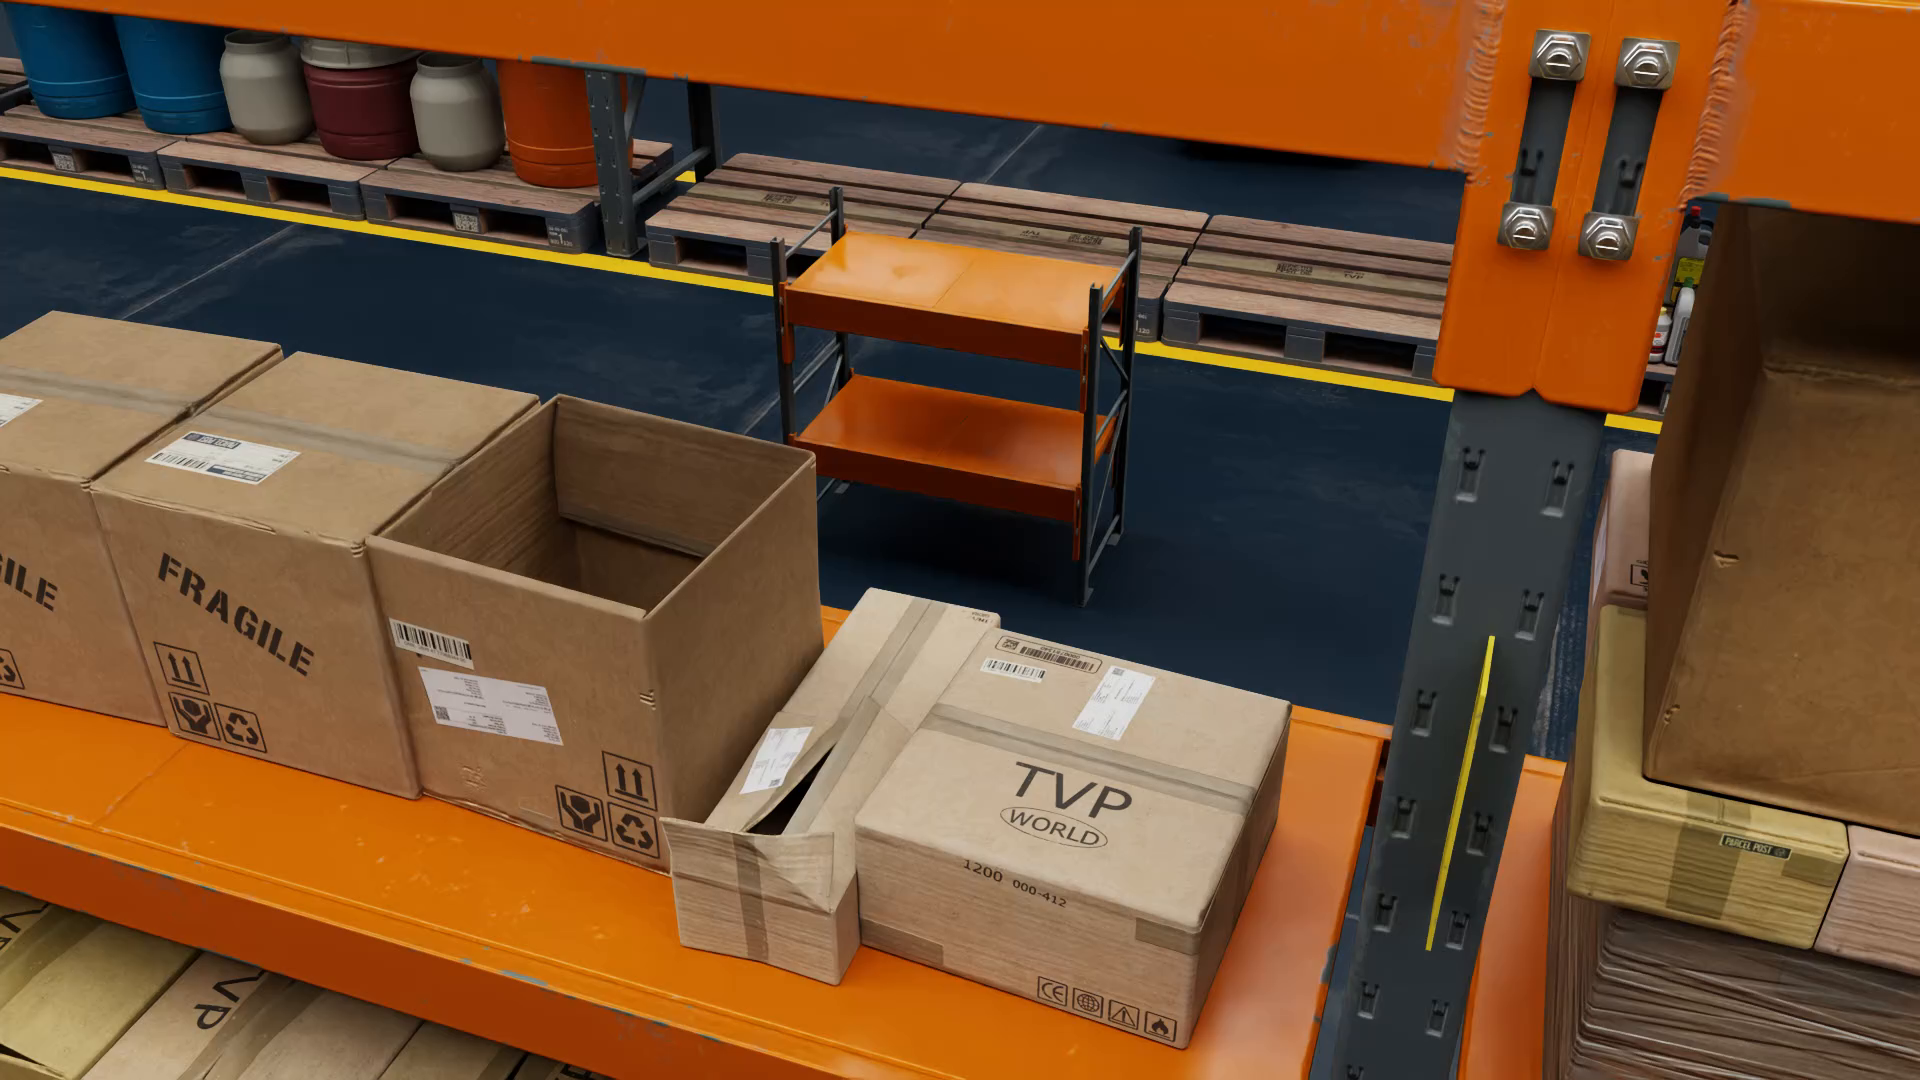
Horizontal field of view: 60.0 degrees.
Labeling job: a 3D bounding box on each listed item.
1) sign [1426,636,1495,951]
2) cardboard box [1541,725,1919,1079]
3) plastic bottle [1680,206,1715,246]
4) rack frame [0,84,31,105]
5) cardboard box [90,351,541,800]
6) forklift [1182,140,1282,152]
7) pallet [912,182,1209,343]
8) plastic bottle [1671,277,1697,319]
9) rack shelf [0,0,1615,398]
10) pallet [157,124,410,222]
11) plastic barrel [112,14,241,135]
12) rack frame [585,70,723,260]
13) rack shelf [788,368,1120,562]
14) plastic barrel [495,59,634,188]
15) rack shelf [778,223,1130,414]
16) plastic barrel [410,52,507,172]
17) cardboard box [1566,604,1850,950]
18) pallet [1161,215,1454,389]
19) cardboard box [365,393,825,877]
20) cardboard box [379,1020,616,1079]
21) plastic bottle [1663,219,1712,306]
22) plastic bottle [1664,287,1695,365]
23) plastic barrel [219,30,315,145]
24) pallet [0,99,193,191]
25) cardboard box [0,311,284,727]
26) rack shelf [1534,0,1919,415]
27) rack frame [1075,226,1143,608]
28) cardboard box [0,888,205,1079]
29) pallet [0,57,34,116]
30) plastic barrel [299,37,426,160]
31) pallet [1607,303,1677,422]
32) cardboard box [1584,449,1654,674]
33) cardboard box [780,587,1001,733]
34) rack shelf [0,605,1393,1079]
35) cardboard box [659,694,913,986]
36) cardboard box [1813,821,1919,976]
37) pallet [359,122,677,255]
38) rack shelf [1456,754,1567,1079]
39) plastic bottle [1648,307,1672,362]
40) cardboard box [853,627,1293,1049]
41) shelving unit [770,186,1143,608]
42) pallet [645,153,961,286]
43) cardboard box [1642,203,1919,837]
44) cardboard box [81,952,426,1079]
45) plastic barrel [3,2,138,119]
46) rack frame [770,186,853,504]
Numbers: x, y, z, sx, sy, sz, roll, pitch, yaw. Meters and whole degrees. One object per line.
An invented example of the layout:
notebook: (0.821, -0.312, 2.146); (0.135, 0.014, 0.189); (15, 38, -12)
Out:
sign: (0.482, 0.248, 1.606); (0.005, 0.325, 0.100); (11, 34, 16)
cardboard box: (1.076, 0.459, 2.182); (0.500, 0.500, 0.700); (10, 34, 15)
plastic bottle: (3.034, -1.207, 6.891); (0.185, 0.351, 0.144); (10, 34, 15)
rack frame: (-5.200, -3.570, 8.514); (0.127, 3.000, 1.000); (11, 34, 16)
cardboard box: (-1.029, 0.044, 2.825); (0.500, 0.500, 0.500); (11, 34, 17)
forklift: (1.895, -4.040, 9.305); (1.130, 2.935, 3.031); (4, 33, 6)
pallet: (0.426, -1.281, 7.539); (1.213, 0.211, 1.003); (11, 34, 16)
plastic bottle: (2.832, -0.877, 6.441); (0.133, 0.283, 0.061); (11, 34, 16)
rack shelf: (-1.227, -0.901, 2.279); (4.000, 0.370, 1.077); (11, 34, 16)
pallet: (-3.336, -2.014, 8.674); (1.213, 0.211, 1.003); (11, 34, 16)
plastic barrel: (-4.027, -2.627, 8.601); (0.708, 0.901, 0.600); (11, 34, 16)
rack frame: (-1.435, -2.838, 7.380); (0.127, 3.000, 1.000); (11, 34, 16)
rack shelf: (-0.006, -0.268, 5.579); (1.000, 0.278, 0.538); (11, 34, 16)
plastic barrel: (-1.901, -2.184, 7.980); (0.708, 0.830, 0.600); (11, 34, 16)
rack shelf: (-0.006, -0.720, 5.288); (1.000, 0.278, 0.538); (11, 34, 16)
plastic barrel: (-2.463, -2.108, 8.156); (0.421, 0.512, 0.421); (0, 33, 0)
cardboard box: (0.844, 0.256, 1.898); (0.250, 0.149, 0.380); (11, 34, 16)
pallet: (1.578, -1.058, 7.195); (1.213, 0.211, 1.003); (11, 34, 16)
cardboard box: (-0.557, 0.135, 2.683); (0.500, 0.500, 0.500); (14, 35, 20)
cardboard box: (-0.783, 1.053, 2.984); (0.500, 0.311, 0.500); (11, 34, 16)
plastic bottle: (2.985, -1.134, 6.777); (0.185, 0.351, 0.144); (11, 34, 16)
plastic bottle: (2.796, -0.819, 6.359); (0.135, 0.276, 0.152); (12, 35, 18)
plastic barrel: (-3.526, -2.314, 8.476); (0.421, 0.512, 0.421); (0, 33, 0)
pallet: (-4.488, -2.236, 9.019); (1.213, 0.211, 1.003); (11, 34, 16)
cardboard box: (-1.524, -0.053, 2.974); (0.500, 0.500, 0.500); (9, 34, 14)
rack shelf: (2.539, -0.169, 1.145); (4.000, 0.370, 1.077); (11, 34, 16)
rack frame: (0.472, -0.381, 5.303); (0.032, 1.125, 0.500); (11, 34, 16)
cardboard box: (-1.739, 0.866, 3.274); (0.500, 0.311, 0.500); (10, 34, 15)
pallet: (-5.906, -2.513, 9.448); (1.213, 0.211, 1.003); (11, 34, 16)
plastic barrel: (-2.964, -2.289, 8.366); (0.708, 0.588, 0.600); (11, 34, 16)
pallet: (2.949, -0.790, 6.780); (1.213, 0.211, 1.003); (11, 34, 16)
cardboard box: (0.984, 0.048, 2.219); (0.250, 0.149, 0.380); (11, 34, 16)
cardboard box: (-0.109, 0.262, 2.811); (0.250, 0.149, 0.380); (11, 34, 16)
rack shelf: (-1.227, 0.359, 3.092); (4.000, 0.370, 1.077); (11, 34, 16)
cardboard box: (-0.234, 0.412, 2.471); (0.258, 0.266, 0.396); (10, 34, 15)
cardboard box: (1.080, 0.302, 1.827); (0.250, 0.149, 0.380); (12, 35, 17)
pallet: (-2.191, -1.790, 8.327); (1.213, 0.211, 1.003); (11, 34, 16)
rack shelf: (2.539, 1.091, 1.958); (4.000, 0.370, 1.077); (11, 34, 16)
plastic bottle: (2.674, -0.796, 6.392); (0.097, 0.201, 0.097); (0, 33, 0)
cardboard box: (0.178, 0.418, 2.476); (0.500, 0.250, 0.500); (13, 35, 19)
shelving unit: (-0.006, -0.474, 5.447); (1.048, 1.125, 0.538); (11, 34, 16)
pallet: (-0.719, -1.505, 7.886); (1.213, 0.211, 1.003); (11, 34, 16)
cardboard box: (1.076, -0.087, 1.830); (0.500, 0.500, 0.700); (11, 34, 17)
cardboard box: (-1.255, 0.960, 3.129); (0.500, 0.311, 0.500); (11, 34, 16)
plastic barrel: (-4.694, -2.757, 8.801); (0.708, 0.901, 0.600); (11, 34, 16)
rack frame: (-0.485, -0.567, 5.591); (0.032, 1.125, 0.500); (11, 34, 16)
